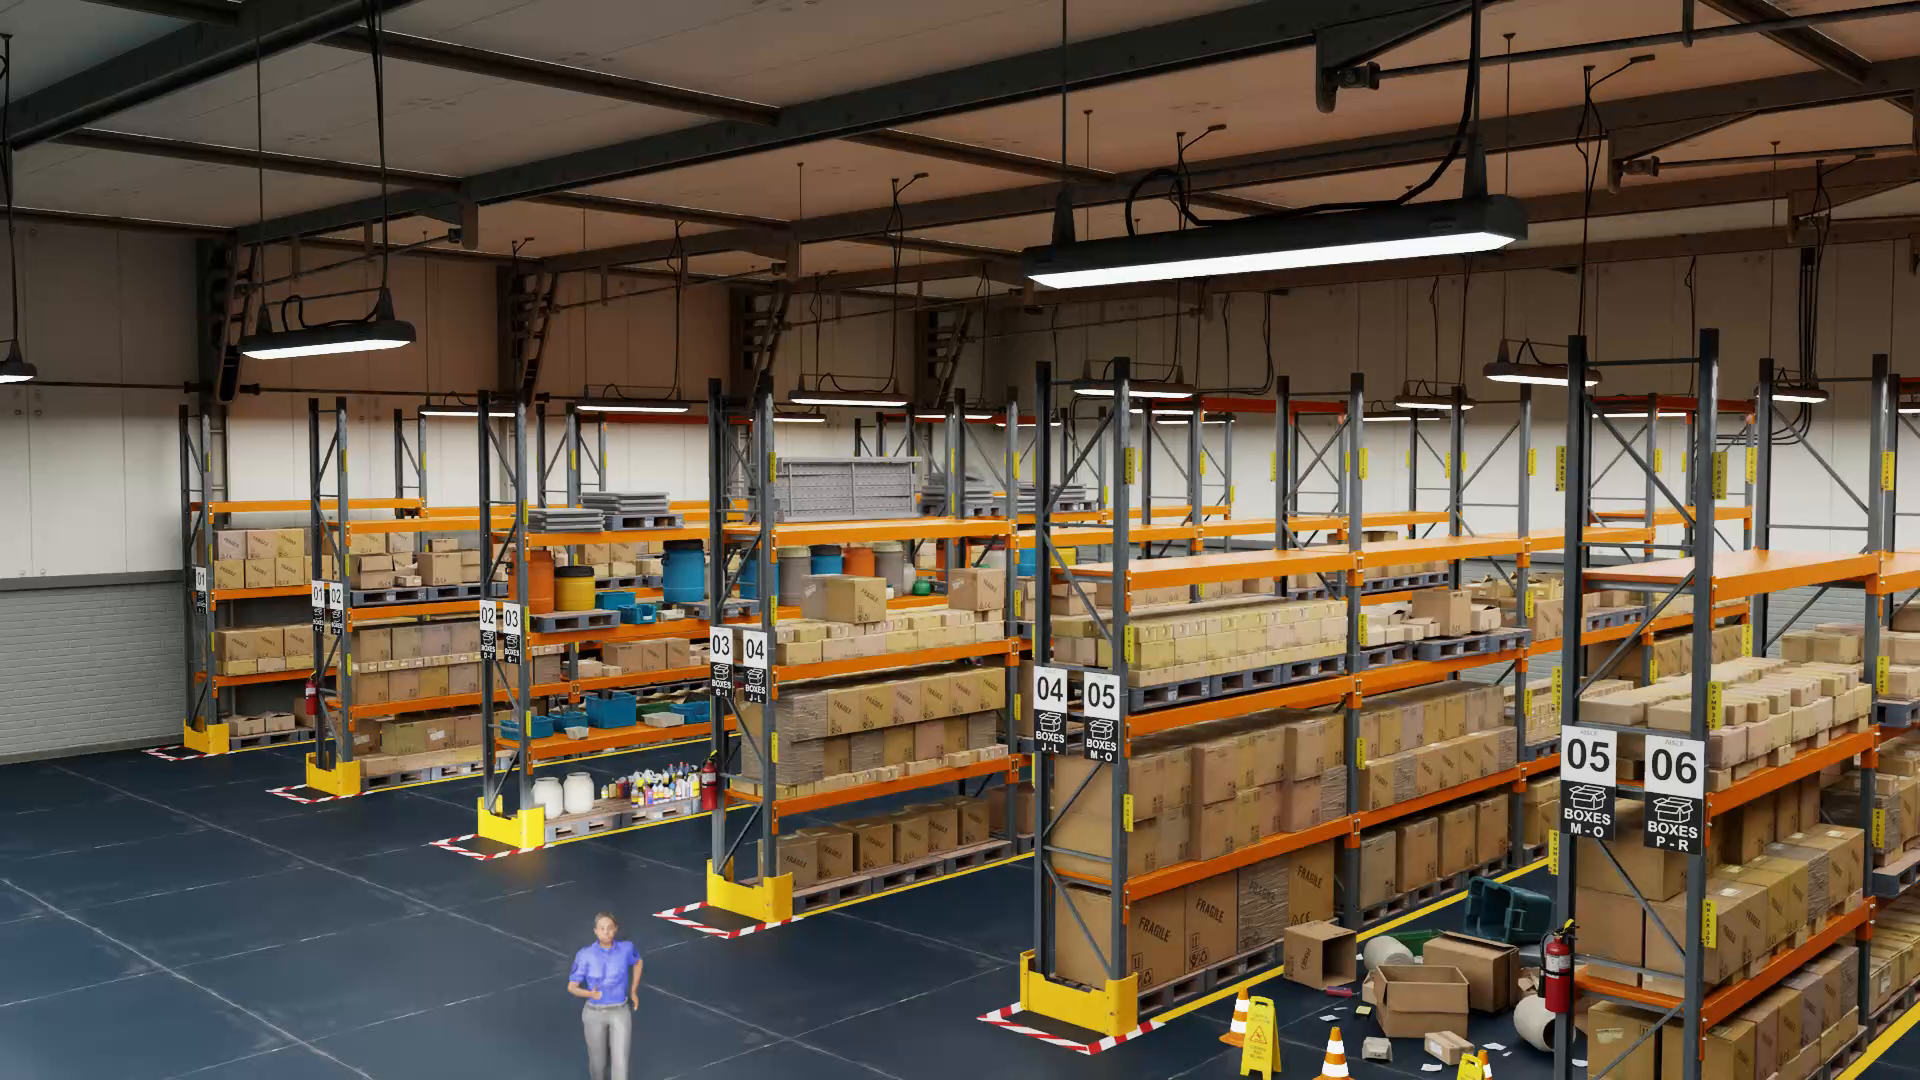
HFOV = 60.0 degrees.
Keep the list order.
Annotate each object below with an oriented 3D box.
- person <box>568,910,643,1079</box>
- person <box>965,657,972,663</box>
[{"bbox_3d":[-2.686,3.651,12.640,0.574,1.680,0.883,-1,3,-14],"label":"person"},{"bbox_3d":[0.029,2.251,32.307,0.654,1.830,0.867,2,4,35],"label":"person"}]
